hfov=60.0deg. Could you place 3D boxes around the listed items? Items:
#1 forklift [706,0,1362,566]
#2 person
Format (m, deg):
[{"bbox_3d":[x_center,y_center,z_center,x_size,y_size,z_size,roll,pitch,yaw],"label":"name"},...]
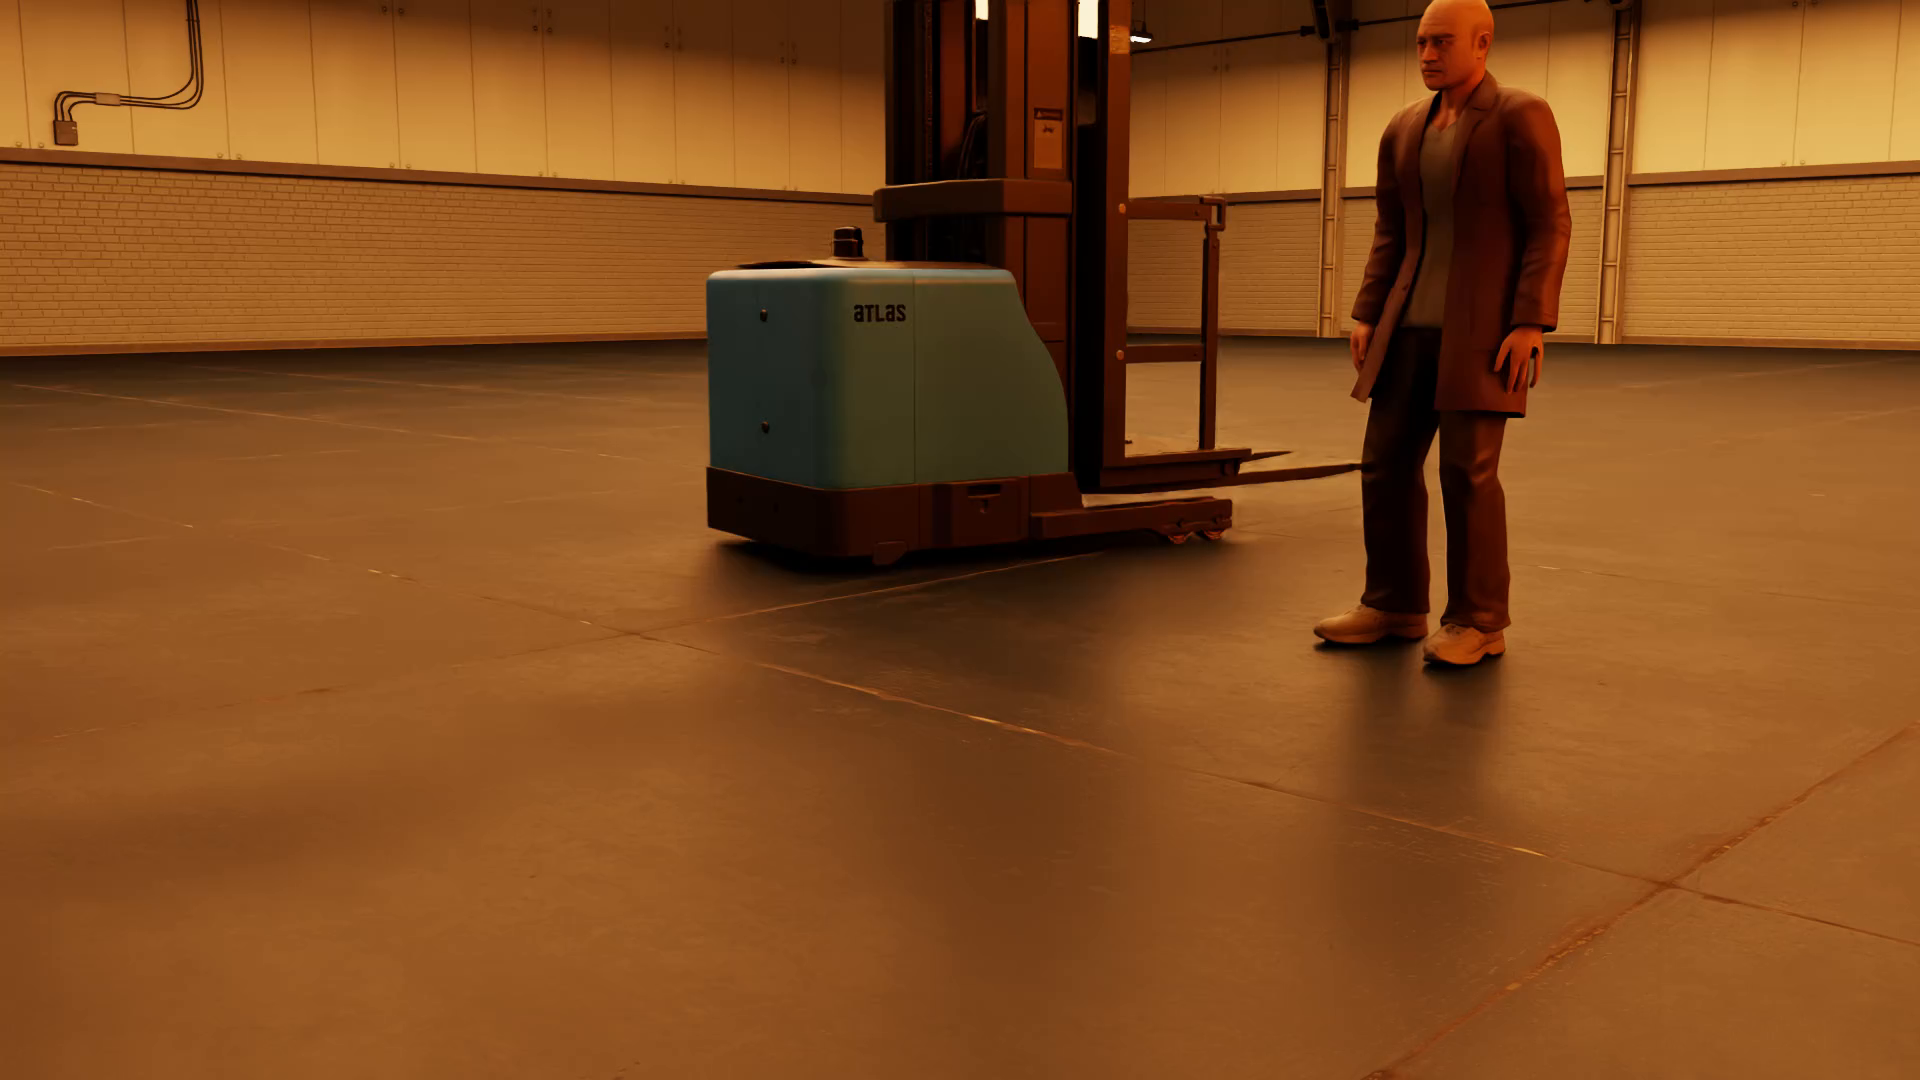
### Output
[{"bbox_3d":[0.506,-1.500,6.837,3.031,2.935,1.130,-6,10,-33],"label":"forklift"},{"bbox_3d":[1.324,-0.567,4.528,0.435,1.772,0.654,-6,10,-35],"label":"person"}]
